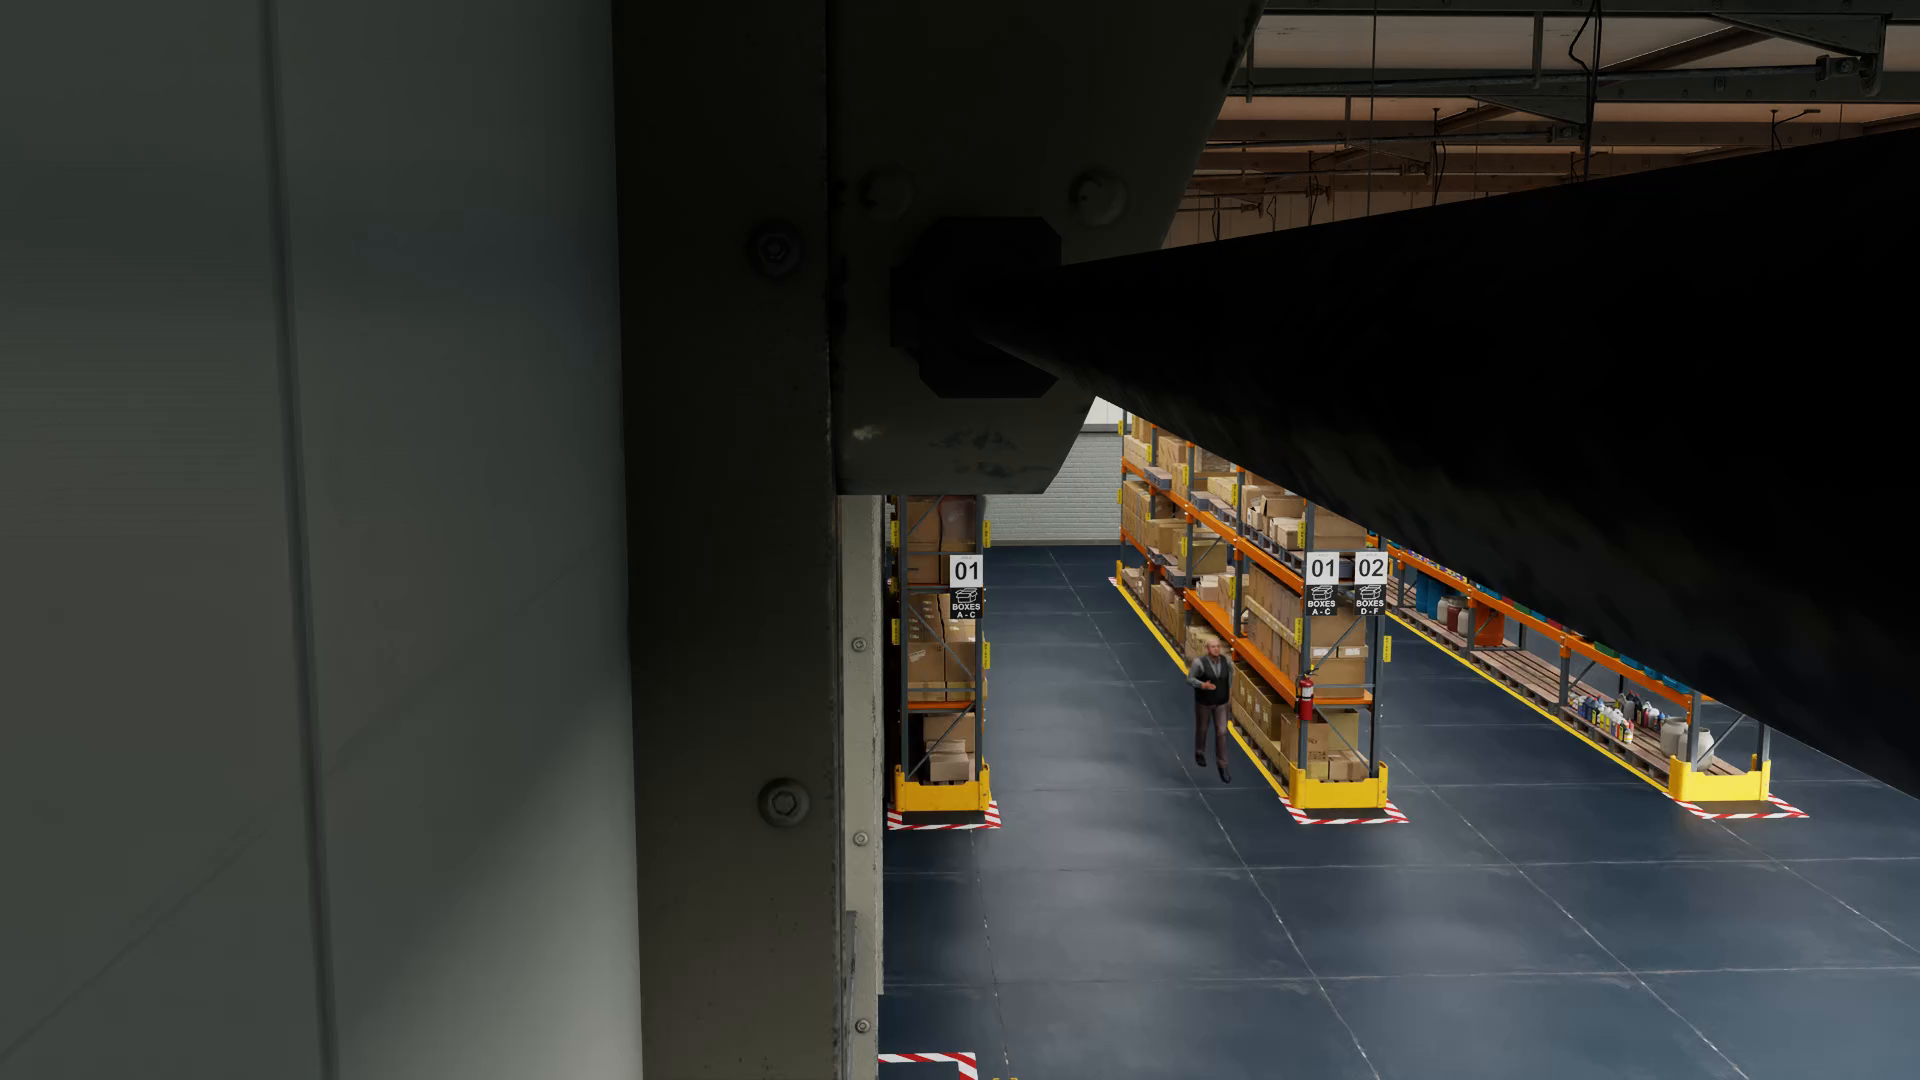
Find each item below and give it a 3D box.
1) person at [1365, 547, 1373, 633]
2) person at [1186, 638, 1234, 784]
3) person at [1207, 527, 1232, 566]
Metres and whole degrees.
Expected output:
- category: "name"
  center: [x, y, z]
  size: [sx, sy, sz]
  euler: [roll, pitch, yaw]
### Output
- category: "person"
  center: [7.647, 0.907, 31.134]
  size: [0.770, 1.685, 0.523]
  euler: [-1, 9, -8]
- category: "person"
  center: [3.186, 2.113, 21.096]
  size: [0.679, 1.785, 0.843]
  euler: [-1, 9, -8]
- category: "person"
  center: [5.688, 0.163, 36.615]
  size: [0.614, 1.614, 0.650]
  euler: [8, 11, 42]
